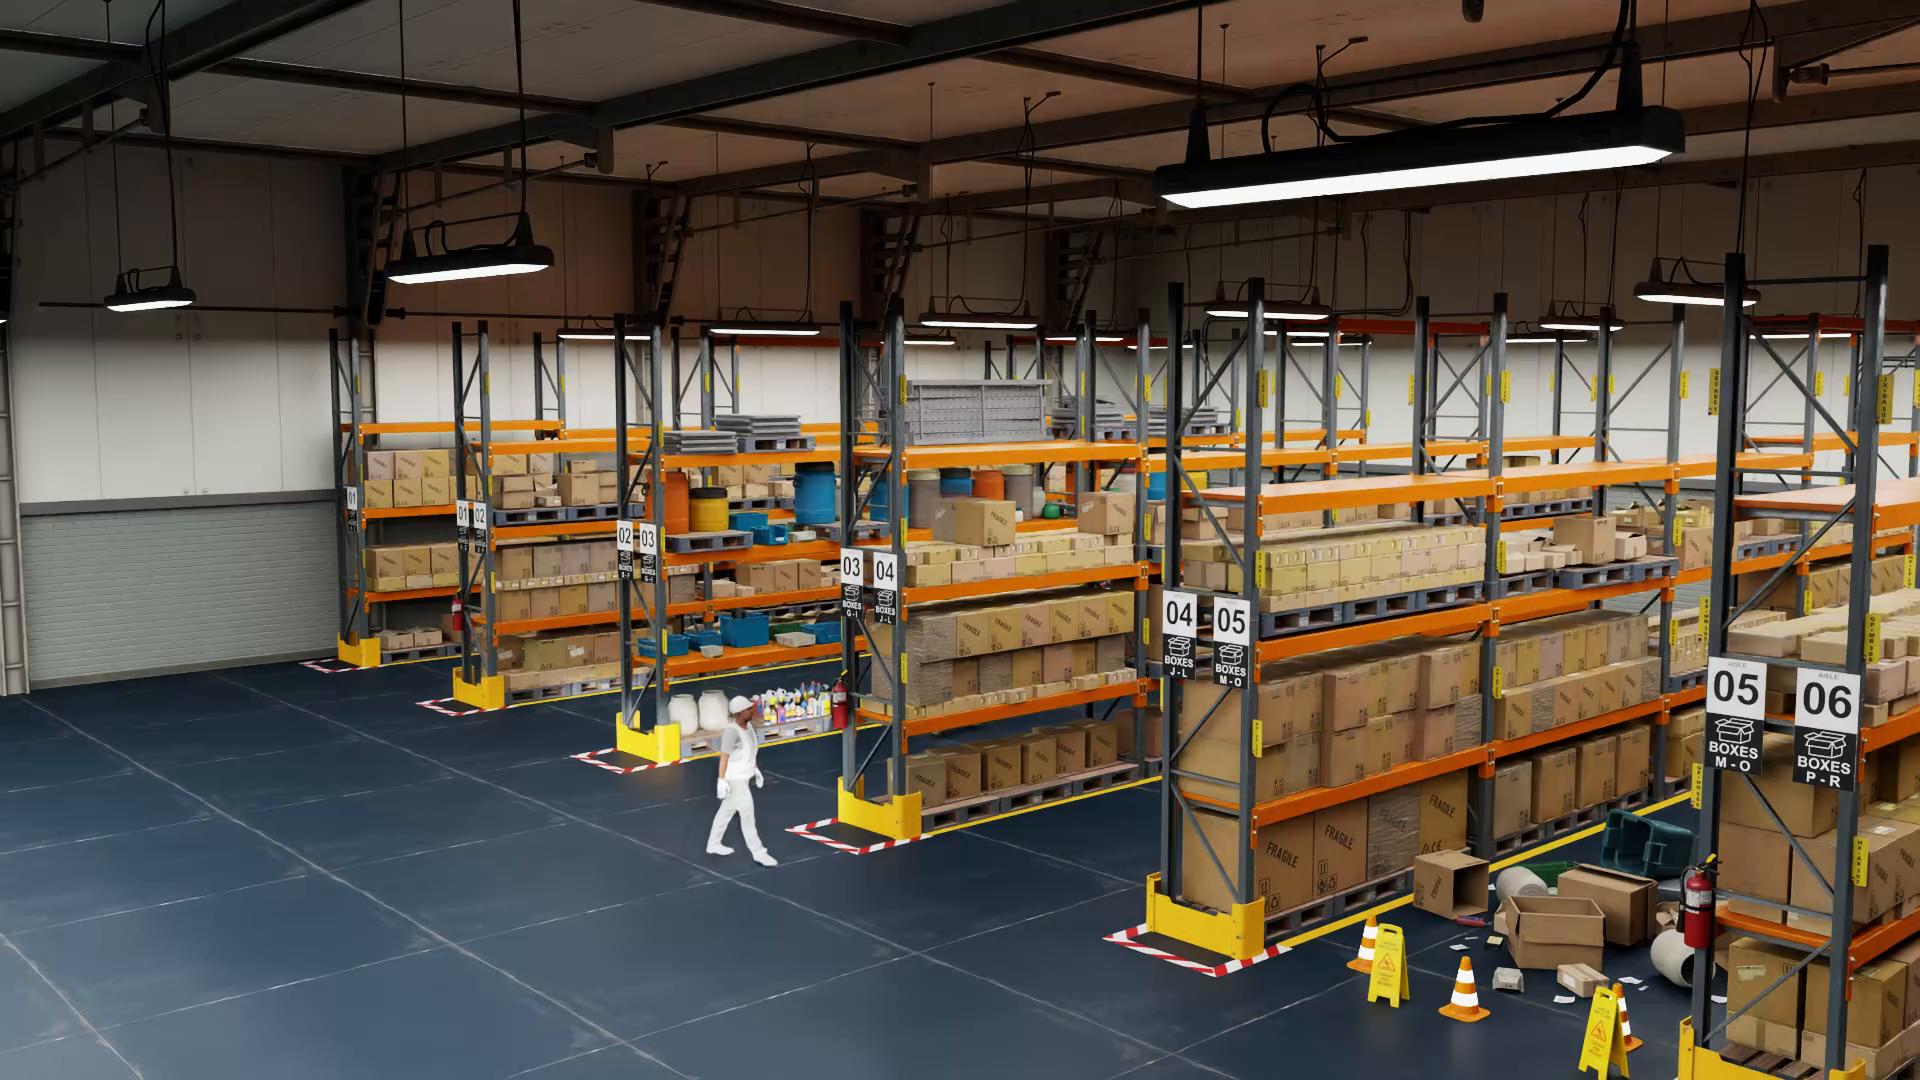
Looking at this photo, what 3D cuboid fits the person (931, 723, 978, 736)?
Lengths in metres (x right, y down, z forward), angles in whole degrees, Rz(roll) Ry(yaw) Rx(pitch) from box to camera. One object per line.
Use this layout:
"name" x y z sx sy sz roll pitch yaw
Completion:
"person" -0.040 1.917 23.978 0.628 1.711 1.177 2 6 23

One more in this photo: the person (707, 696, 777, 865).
"person" -2.312 2.531 17.737 0.879 1.754 0.614 2 6 15
